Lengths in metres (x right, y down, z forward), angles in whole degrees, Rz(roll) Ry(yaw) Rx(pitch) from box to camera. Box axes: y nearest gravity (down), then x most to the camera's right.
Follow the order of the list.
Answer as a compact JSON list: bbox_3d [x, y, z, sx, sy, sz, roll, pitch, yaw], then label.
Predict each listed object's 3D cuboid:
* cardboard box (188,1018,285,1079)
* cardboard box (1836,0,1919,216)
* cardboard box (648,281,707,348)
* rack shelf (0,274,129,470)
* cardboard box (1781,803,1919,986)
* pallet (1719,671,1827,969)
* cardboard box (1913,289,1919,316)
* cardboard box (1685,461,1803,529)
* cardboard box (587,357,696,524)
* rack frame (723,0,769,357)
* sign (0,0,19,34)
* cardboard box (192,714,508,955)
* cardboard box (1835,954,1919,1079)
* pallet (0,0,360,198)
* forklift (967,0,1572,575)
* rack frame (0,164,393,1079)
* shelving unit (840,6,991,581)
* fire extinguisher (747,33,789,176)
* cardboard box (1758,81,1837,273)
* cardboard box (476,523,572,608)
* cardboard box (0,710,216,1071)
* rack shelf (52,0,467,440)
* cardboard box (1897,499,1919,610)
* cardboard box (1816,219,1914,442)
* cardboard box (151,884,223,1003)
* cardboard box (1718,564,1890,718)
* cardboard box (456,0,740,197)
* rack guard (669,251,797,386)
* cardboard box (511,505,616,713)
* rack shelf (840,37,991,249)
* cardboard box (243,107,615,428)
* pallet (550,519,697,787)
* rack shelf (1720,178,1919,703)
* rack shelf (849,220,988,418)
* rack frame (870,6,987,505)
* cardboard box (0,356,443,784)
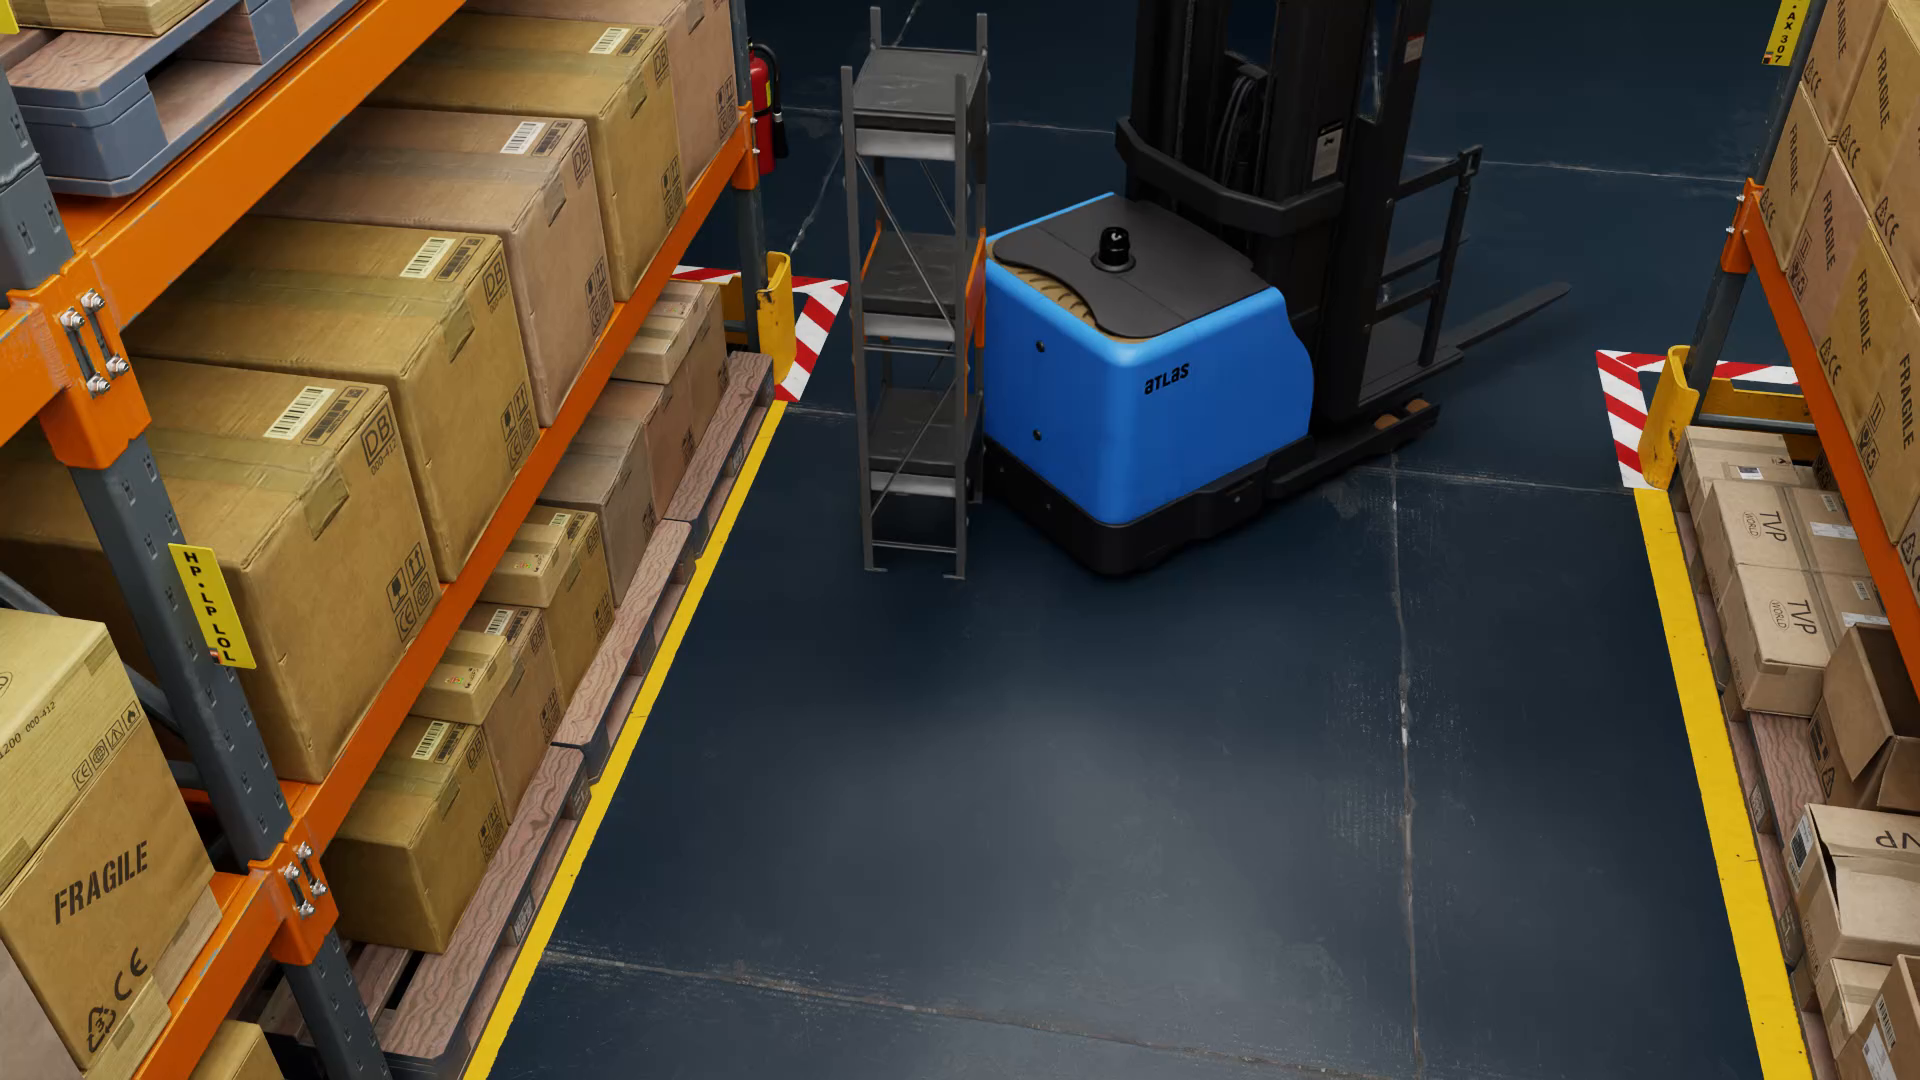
[{"bbox_3d":[-2.042,1.589,3.832,0.750,0.750,0.750,7,40,8],"label":"cardboard box"},{"bbox_3d":[3.095,-1.312,5.120,0.500,0.500,0.500,7,40,8],"label":"cardboard box"},{"bbox_3d":[-1.231,-0.908,6.617,0.380,0.149,0.250,6,40,7],"label":"cardboard box"},{"bbox_3d":[-2.404,0.876,1.547,1.077,0.370,4.000,6,40,8],"label":"rack shelf"},{"bbox_3d":[2.771,1.051,4.890,0.500,0.311,0.500,6,40,8],"label":"cardboard box"},{"bbox_3d":[3.151,0.920,5.472,1.003,0.211,1.213,6,40,8],"label":"pallet"},{"bbox_3d":[2.916,-0.680,4.355,0.500,0.500,0.500,6,40,7],"label":"cardboard box"},{"bbox_3d":[3.060,-0.162,6.471,0.380,0.166,0.250,6,40,8],"label":"cardboard box"},{"bbox_3d":[-1.475,-0.444,6.566,0.700,0.500,0.500,6,40,8],"label":"cardboard box"},{"bbox_3d":[-1.365,-2.010,6.828,1.000,3.000,0.127,6,40,8],"label":"rack frame"},{"bbox_3d":[-1.521,-0.923,2.505,0.100,0.325,0.005,6,40,8],"label":"sign"},{"bbox_3d":[-1.827,0.843,5.008,0.700,0.500,0.500,7,40,8],"label":"cardboard box"},{"bbox_3d":[2.641,1.449,4.260,0.500,0.500,0.500,6,40,8],"label":"cardboard box"},{"bbox_3d":[-1.906,-1.134,3.483,1.003,0.211,1.213,6,40,8],"label":"pallet"},{"bbox_3d":[1.478,-1.754,6.571,3.031,2.935,1.130,-25,46,-27],"label":"forklift"},{"bbox_3d":[-2.058,0.500,3.791,1.000,3.000,0.127,6,40,8],"label":"rack frame"},{"bbox_3d":[-0.143,-0.825,6.100,0.431,2.100,0.503,5,40,7],"label":"shelving unit"},{"bbox_3d":[-0.885,-1.881,7.024,0.296,0.674,0.183,6,40,8],"label":"fire extinguisher"},{"bbox_3d":[3.178,-1.256,5.836,0.500,0.500,0.500,7,40,9],"label":"cardboard box"},{"bbox_3d":[-1.498,0.071,5.433,0.380,0.149,0.250,5,40,6],"label":"cardboard box"},{"bbox_3d":[-1.889,0.657,3.274,0.500,0.500,0.500,6,40,7],"label":"cardboard box"},{"bbox_3d":[-1.711,-1.634,4.583,1.077,0.370,4.000,6,40,8],"label":"rack shelf"},{"bbox_3d":[2.830,0.017,4.297,0.500,0.500,0.500,7,40,9],"label":"cardboard box"},{"bbox_3d":[3.004,-0.617,5.063,0.500,0.500,0.500,6,40,8],"label":"cardboard box"},{"bbox_3d":[-1.837,0.832,3.571,0.380,0.149,0.250,7,40,8],"label":"cardboard box"},{"bbox_3d":[2.968,0.361,5.772,0.500,0.250,0.500,6,40,8],"label":"cardboard box"},{"bbox_3d":[-1.444,-1.805,6.343,0.980,0.700,0.700,8,40,10],"label":"cardboard box"},{"bbox_3d":[-1.361,-1.062,7.642,1.175,0.500,0.348,6,40,8],"label":"rack guard"},{"bbox_3d":[-1.646,0.207,5.778,0.700,0.500,0.500,7,40,9],"label":"cardboard box"},{"bbox_3d":[-0.143,-1.354,5.663,0.431,0.518,0.480,5,40,7],"label":"rack shelf"},{"bbox_3d":[-1.700,-0.870,5.212,0.980,0.700,0.700,5,40,6],"label":"cardboard box"},{"bbox_3d":[-1.640,0.338,6.175,1.003,0.211,1.213,6,40,8],"label":"pallet"},{"bbox_3d":[3.168,0.066,4.881,1.077,0.370,4.000,6,40,8],"label":"rack shelf"},{"bbox_3d":[-0.143,-0.815,6.109,0.431,0.518,0.480,5,40,7],"label":"rack shelf"},{"bbox_3d":[-0.107,-0.979,6.286,0.400,2.100,0.015,5,40,7],"label":"rack frame"},{"bbox_3d":[-1.948,0.046,4.105,0.980,0.700,0.700,7,40,8],"label":"cardboard box"}]
